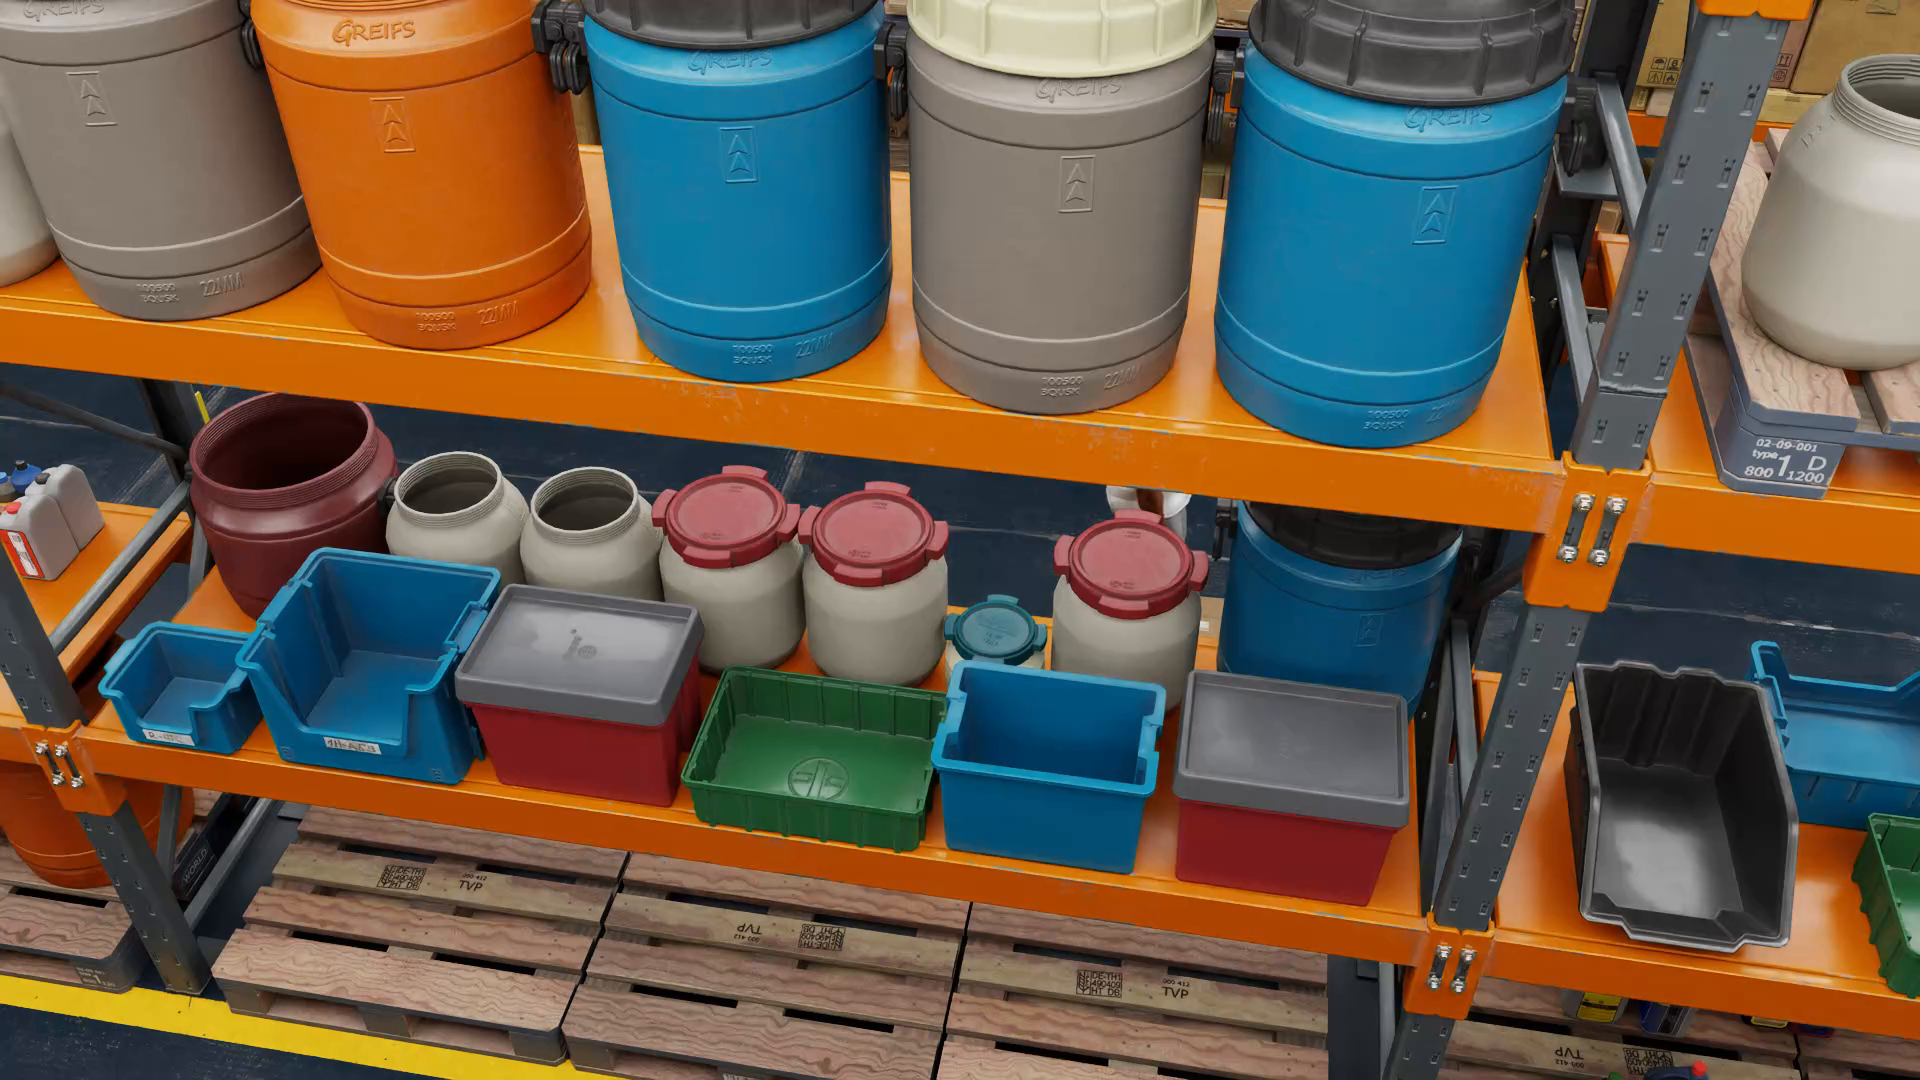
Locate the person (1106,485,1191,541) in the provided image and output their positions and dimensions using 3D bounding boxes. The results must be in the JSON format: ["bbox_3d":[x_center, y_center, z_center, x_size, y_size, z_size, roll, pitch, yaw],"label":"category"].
[{"bbox_3d":[0.783,-0.180,6.355,0.457,1.761,0.628,7,41,8],"label":"person"}]
